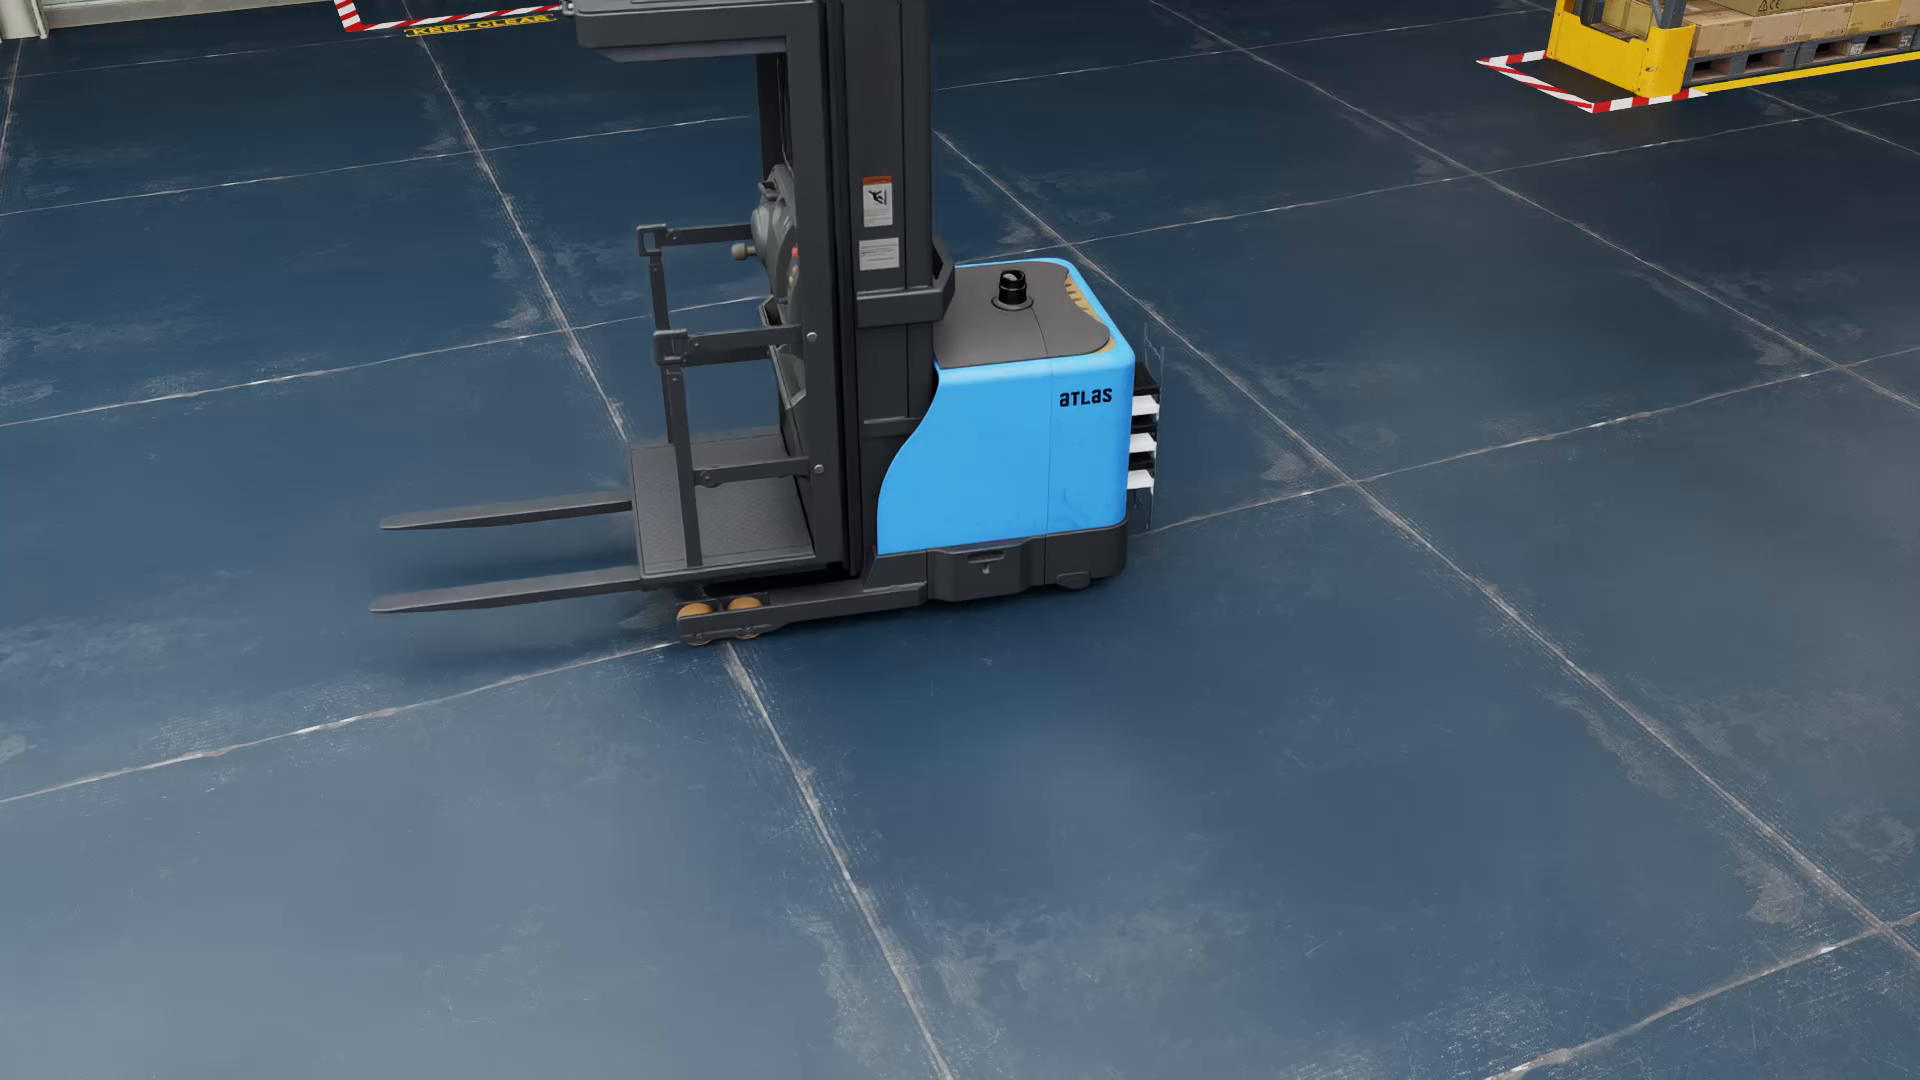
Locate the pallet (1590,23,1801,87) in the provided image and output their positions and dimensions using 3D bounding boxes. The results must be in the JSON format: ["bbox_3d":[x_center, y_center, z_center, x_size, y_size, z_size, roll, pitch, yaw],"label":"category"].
[{"bbox_3d":[5.701,-3.853,12.978,1.213,0.211,1.003,-13,35,-19],"label":"pallet"}]

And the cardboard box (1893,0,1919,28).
[{"bbox_3d":[7.437,-4.286,13.222,0.500,0.250,0.500,-13,35,-19],"label":"cardboard box"}]

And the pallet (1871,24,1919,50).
[{"bbox_3d":[7.951,-4.368,13.769,1.213,0.211,1.003,-13,35,-19],"label":"pallet"}]

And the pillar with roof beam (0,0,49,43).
[{"bbox_3d":[-5.996,-5.728,7.802,0.400,9.000,9.100,-13,35,-19],"label":"pillar with roof beam"}]

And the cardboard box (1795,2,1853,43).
[{"bbox_3d":[6.514,-4.077,12.901,0.500,0.250,0.500,-13,35,-19],"label":"cardboard box"}]

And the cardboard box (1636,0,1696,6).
[{"bbox_3d":[5.392,-4.440,12.771,0.500,0.500,0.500,-13,35,-19],"label":"cardboard box"}]

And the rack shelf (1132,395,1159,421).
[{"bbox_3d":[0.709,-0.586,7.056,0.200,0.077,0.258,-7,34,-11],"label":"rack shelf"}]

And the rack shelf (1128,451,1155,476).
[{"bbox_3d":[0.709,-0.360,7.204,0.200,0.077,0.258,-7,34,-11],"label":"rack shelf"}]

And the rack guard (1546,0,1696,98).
[{"bbox_3d":[4.990,-3.786,12.611,0.348,0.500,1.175,-13,35,-19],"label":"rack guard"}]

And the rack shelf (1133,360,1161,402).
[{"bbox_3d":[0.709,-0.661,7.007,0.200,0.077,0.258,-7,34,-11],"label":"rack shelf"}]

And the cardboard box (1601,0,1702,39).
[{"bbox_3d":[5.392,-4.124,12.974,0.500,0.250,0.500,-13,35,-19],"label":"cardboard box"}]

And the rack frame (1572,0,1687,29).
[{"bbox_3d":[5.012,-4.839,11.937,0.127,3.000,1.000,-13,35,-19],"label":"rack frame"}]

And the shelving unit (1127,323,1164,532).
[{"bbox_3d":[0.709,-0.463,7.136,0.210,0.900,0.258,-7,34,-11],"label":"shelving unit"}]

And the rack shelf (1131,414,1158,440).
[{"bbox_3d":[0.709,-0.511,7.106,0.200,0.077,0.258,-7,34,-11],"label":"rack shelf"}]

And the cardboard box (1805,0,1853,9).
[{"bbox_3d":[6.509,-4.397,12.705,0.500,0.500,0.500,-13,35,-19],"label":"cardboard box"}]

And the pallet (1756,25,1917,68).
[{"bbox_3d":[6.824,-4.108,13.370,1.213,0.211,1.003,-13,35,-19],"label":"pallet"}]

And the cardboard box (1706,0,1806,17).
[{"bbox_3d":[6.053,-4.285,12.533,0.500,0.500,0.500,-13,35,-19],"label":"cardboard box"}]

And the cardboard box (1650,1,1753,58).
[{"bbox_3d":[5.593,-3.864,12.574,0.500,0.250,0.500,-13,35,-19],"label":"cardboard box"}]

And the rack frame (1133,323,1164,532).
[{"bbox_3d":[0.808,-0.475,7.155,0.006,0.900,0.240,-7,34,-11],"label":"rack frame"}]

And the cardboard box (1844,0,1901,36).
[{"bbox_3d":[6.977,-4.180,13.060,0.500,0.250,0.500,-13,35,-19],"label":"cardboard box"}]

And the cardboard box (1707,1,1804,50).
[{"bbox_3d":[6.053,-3.971,12.739,0.500,0.250,0.500,-13,35,-19],"label":"cardboard box"}]

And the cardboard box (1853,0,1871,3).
[{"bbox_3d":[6.977,-4.493,12.854,0.500,0.500,0.500,-13,35,-19],"label":"cardboard box"}]

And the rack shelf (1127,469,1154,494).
[{"bbox_3d":[0.709,-0.284,7.253,0.200,0.077,0.258,-7,34,-11],"label":"rack shelf"}]

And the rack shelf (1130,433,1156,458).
[{"bbox_3d":[0.709,-0.435,7.155,0.200,0.077,0.258,-7,34,-11],"label":"rack shelf"}]

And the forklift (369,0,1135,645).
[{"bbox_3d":[-0.878,-1.127,6.295,3.031,2.935,1.130,-7,34,-11],"label":"forklift"}]
